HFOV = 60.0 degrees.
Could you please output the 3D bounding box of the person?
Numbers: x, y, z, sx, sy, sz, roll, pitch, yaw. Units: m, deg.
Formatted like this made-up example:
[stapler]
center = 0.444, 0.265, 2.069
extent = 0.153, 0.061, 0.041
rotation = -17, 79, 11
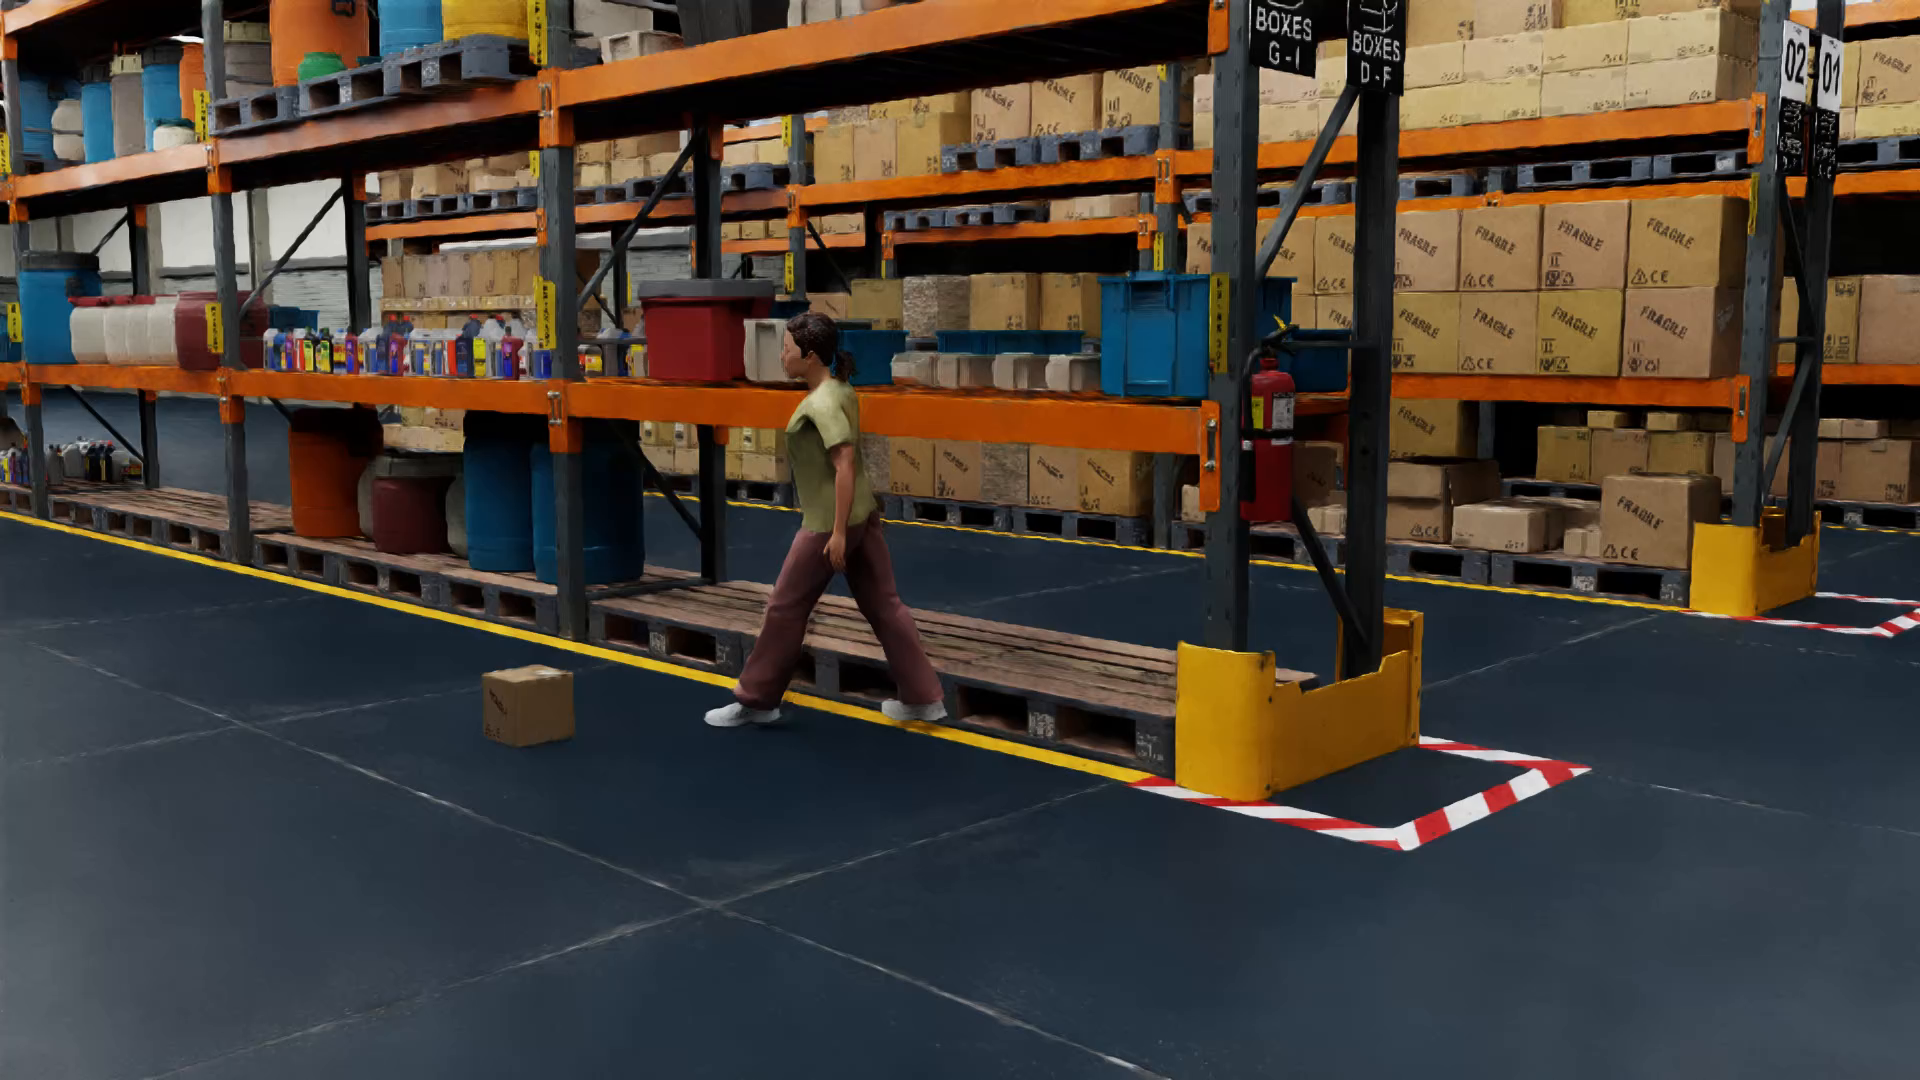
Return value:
[person]
center = -0.546, -0.057, 6.410
extent = 0.963, 1.617, 0.569
rotation = 2, 7, 15
